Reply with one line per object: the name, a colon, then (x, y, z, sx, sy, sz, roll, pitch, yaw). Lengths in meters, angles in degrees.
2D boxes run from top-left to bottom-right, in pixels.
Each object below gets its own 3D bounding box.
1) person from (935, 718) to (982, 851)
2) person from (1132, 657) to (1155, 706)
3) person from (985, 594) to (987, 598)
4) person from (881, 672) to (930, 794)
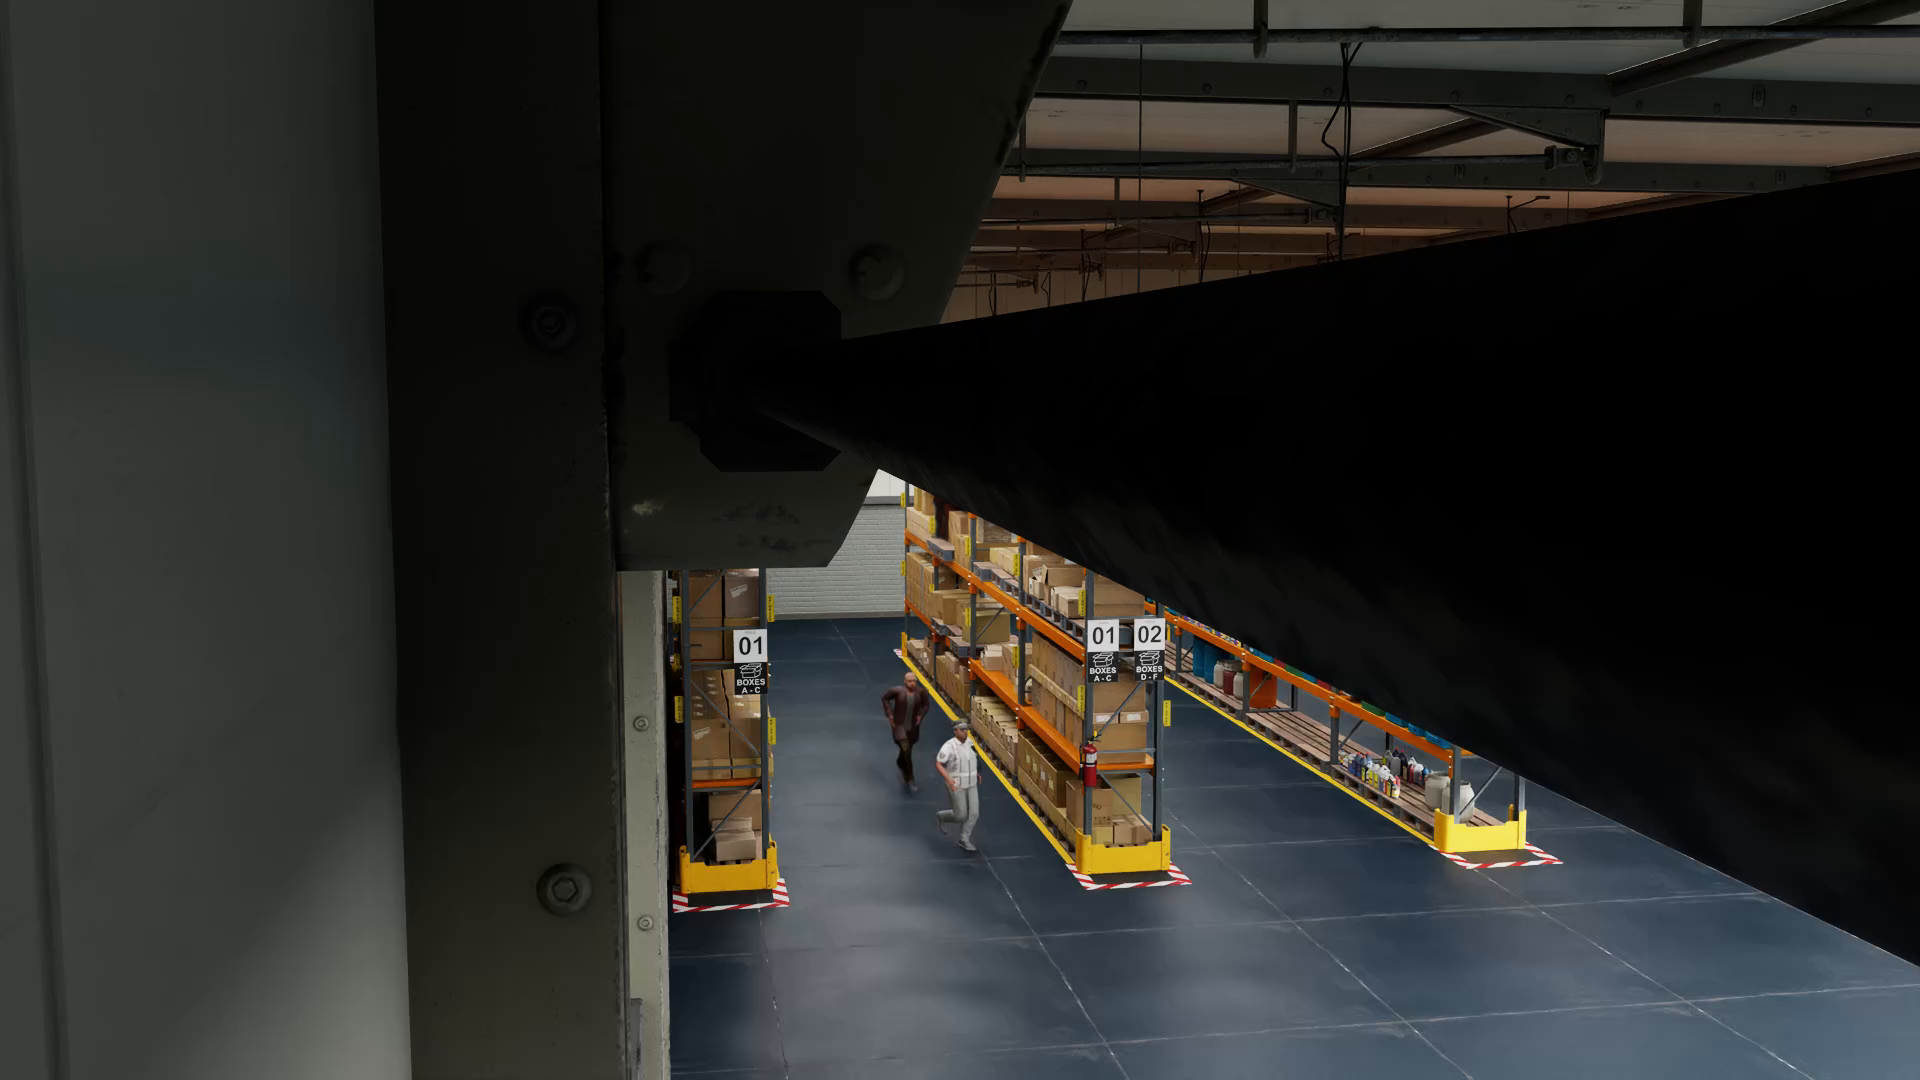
person: (-0.011, 3.197, 21.979, 0.668, 1.746, 0.646, -4, 7, -37)
person: (3.451, 2.253, 30.902, 0.646, 1.737, 0.617, -2, 6, -15)
person: (0.526, 1.668, 37.330, 0.805, 1.569, 0.646, 3, 7, 25)
person: (-0.823, 2.847, 25.196, 0.723, 1.783, 1.077, -2, 6, -16)
